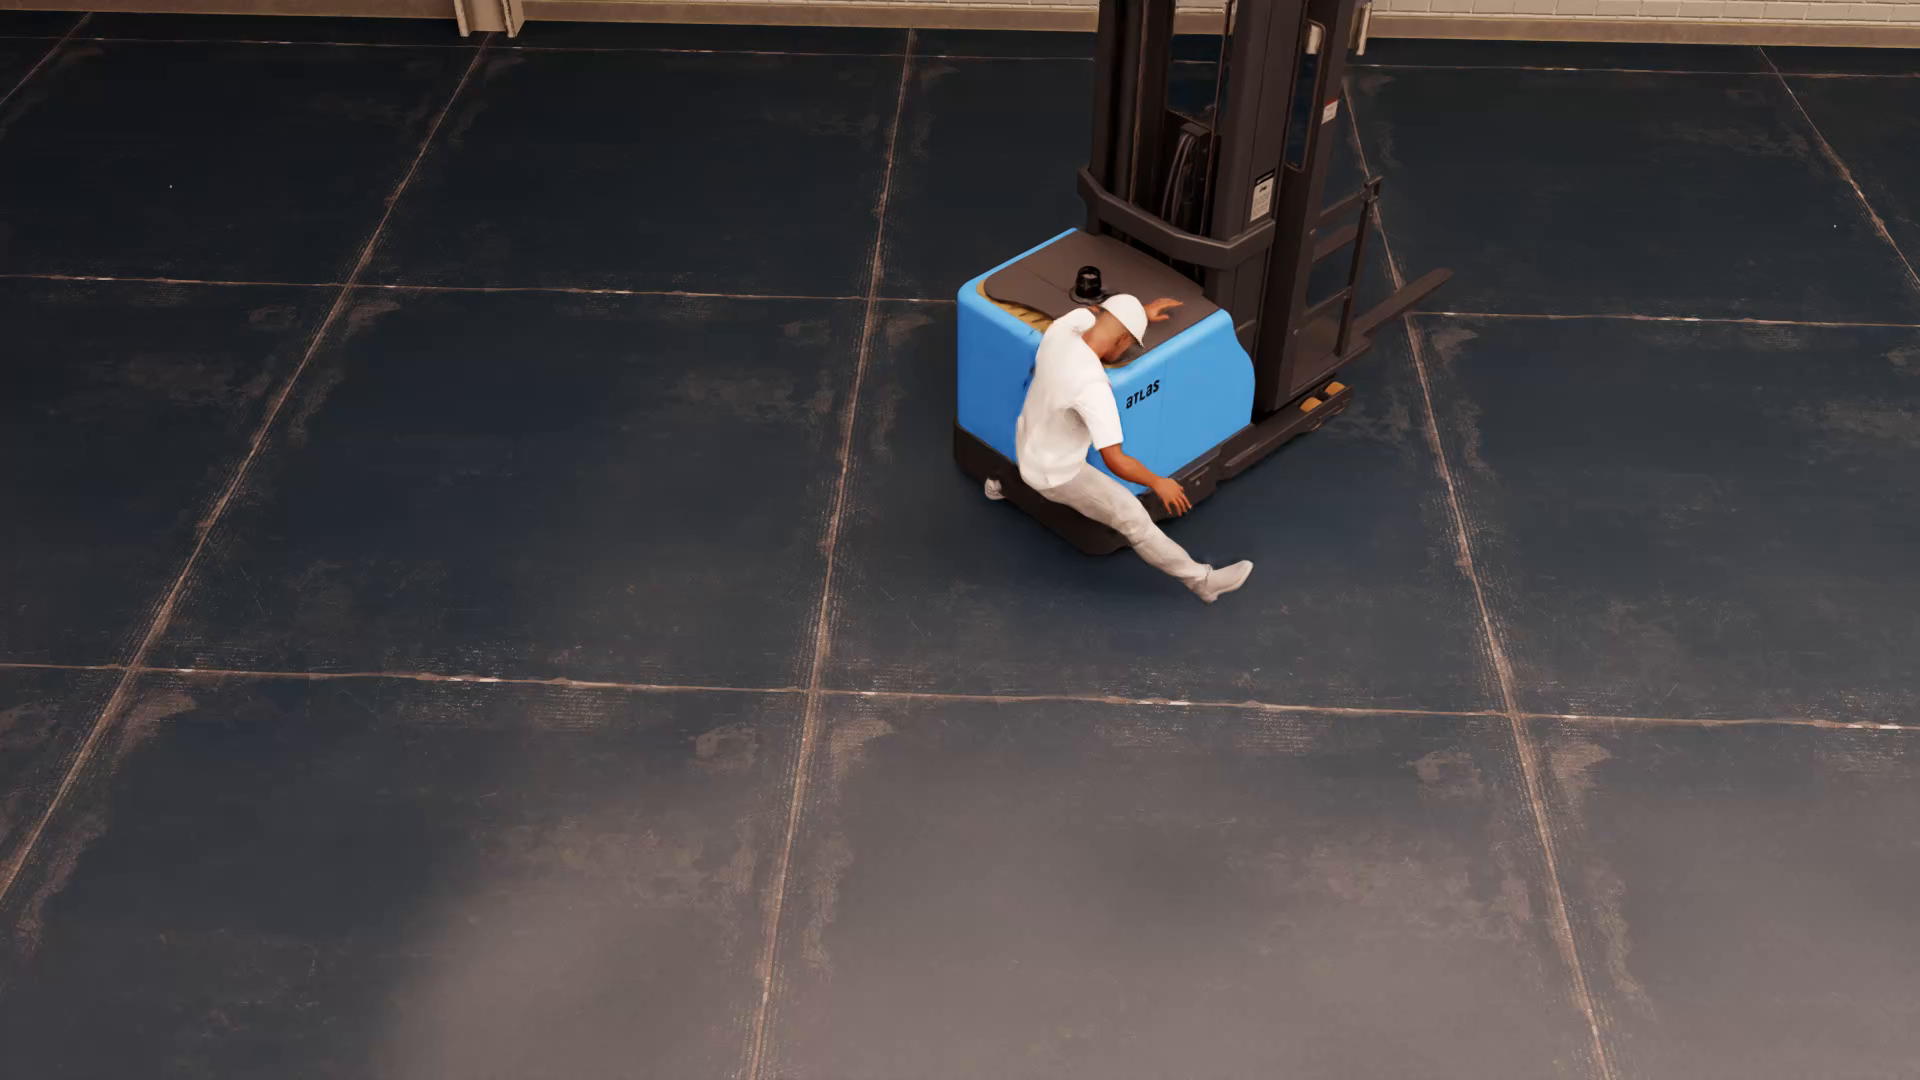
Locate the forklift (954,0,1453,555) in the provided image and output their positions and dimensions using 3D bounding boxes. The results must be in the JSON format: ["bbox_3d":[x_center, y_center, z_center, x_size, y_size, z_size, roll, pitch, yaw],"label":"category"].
[{"bbox_3d":[1.396,-1.880,7.802,3.031,2.935,1.130,-32,51,-30],"label":"forklift"}]

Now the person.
[{"bbox_3d":[0.702,-0.465,7.398,1.121,1.415,1.082,-2,42,-3],"label":"person"}]
